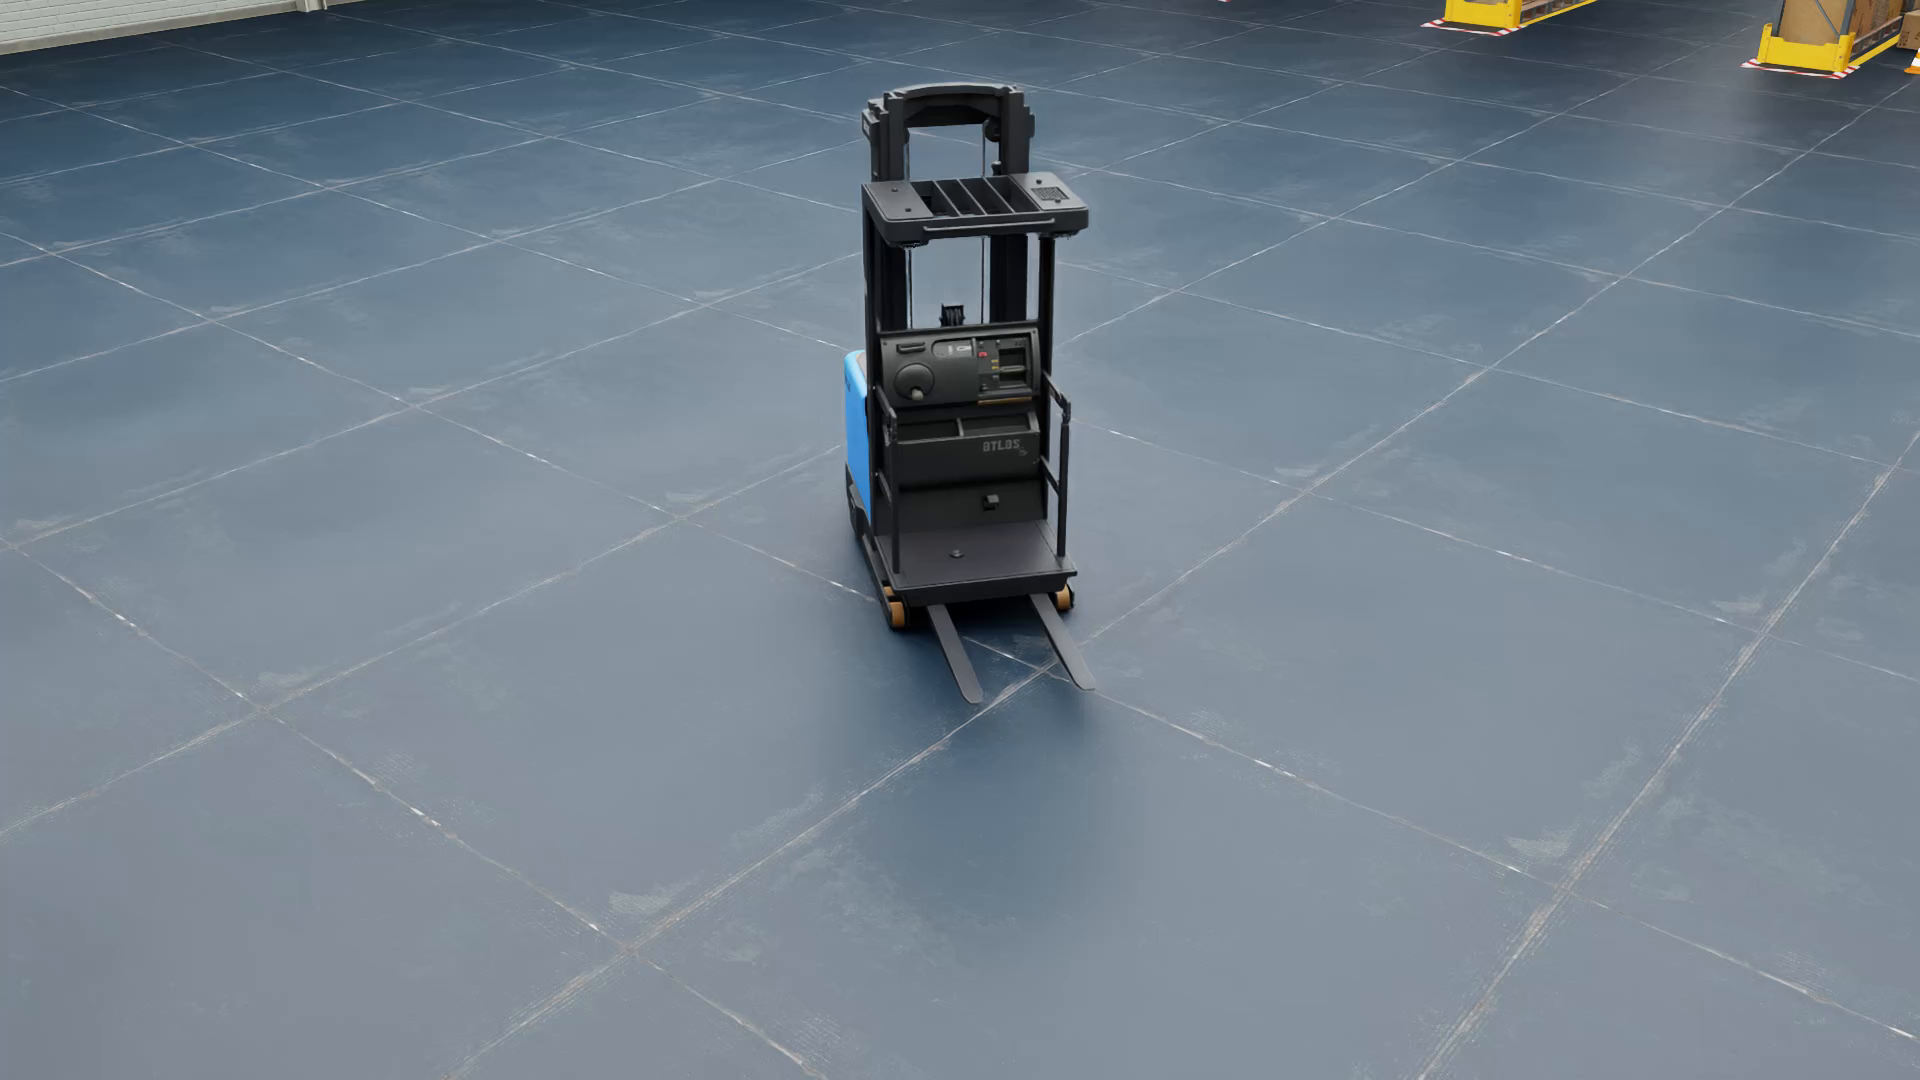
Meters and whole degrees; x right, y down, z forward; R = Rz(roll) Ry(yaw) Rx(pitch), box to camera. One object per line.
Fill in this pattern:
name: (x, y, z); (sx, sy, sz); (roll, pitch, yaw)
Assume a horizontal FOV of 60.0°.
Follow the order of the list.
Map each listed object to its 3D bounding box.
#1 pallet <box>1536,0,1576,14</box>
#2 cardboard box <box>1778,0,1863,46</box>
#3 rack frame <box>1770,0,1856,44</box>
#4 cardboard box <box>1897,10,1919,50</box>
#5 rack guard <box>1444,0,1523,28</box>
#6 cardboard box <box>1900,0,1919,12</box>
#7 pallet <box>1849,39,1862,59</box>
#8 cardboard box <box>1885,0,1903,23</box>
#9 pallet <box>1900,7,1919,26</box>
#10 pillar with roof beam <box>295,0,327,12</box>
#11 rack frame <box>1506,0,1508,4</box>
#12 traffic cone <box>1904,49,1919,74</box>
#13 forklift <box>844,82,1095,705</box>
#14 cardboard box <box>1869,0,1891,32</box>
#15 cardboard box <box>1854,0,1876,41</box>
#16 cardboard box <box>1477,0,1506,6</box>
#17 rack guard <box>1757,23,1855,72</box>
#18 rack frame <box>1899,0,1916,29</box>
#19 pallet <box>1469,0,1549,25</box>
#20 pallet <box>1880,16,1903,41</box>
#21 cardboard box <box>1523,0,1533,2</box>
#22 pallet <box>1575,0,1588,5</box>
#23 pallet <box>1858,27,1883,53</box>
pallet: (9.765, -9.180, 28.265); (1.003, 0.211, 1.213); (21, 34, 34)
cardboard box: (12.540, -7.700, 24.226); (0.875, 0.875, 0.875); (21, 34, 35)
rack frame: (12.160, -8.198, 23.332); (1.000, 3.000, 0.127); (21, 34, 34)
cardboard box: (14.508, -7.656, 25.003); (0.500, 0.500, 0.500); (-21, 34, -35)
rack guard: (8.445, -8.600, 26.830); (1.175, 0.500, 0.348); (21, 34, 34)
cardboard box: (15.029, -9.050, 26.970); (1.050, 0.750, 0.750); (21, 34, 34)
pallet: (12.608, -7.265, 24.565); (1.003, 0.211, 1.213); (21, 34, 34)
cardboard box: (14.250, -8.656, 26.073); (0.875, 0.875, 0.875); (21, 34, 35)
pallet: (15.137, -8.673, 27.285); (1.003, 0.211, 1.213); (21, 34, 34)
pillar with roof beam: (-7.603, -11.679, 23.532); (9.100, 9.000, 0.400); (21, 34, 34)
rack frame: (8.397, -9.683, 26.203); (1.000, 3.000, 0.127); (21, 34, 34)
traffic cone: (13.593, -6.844, 23.476); (0.336, 0.463, 0.334); (21, 34, 34)
forklift: (0.055, -0.967, 9.429); (1.130, 2.935, 3.031); (-6, 28, -11)
cardboard box: (13.680, -8.335, 25.454); (0.875, 0.875, 0.875); (21, 34, 35)
cardboard box: (13.098, -8.013, 24.830); (0.875, 0.875, 0.875); (20, 34, 34)
cardboard box: (8.807, -8.976, 27.100); (0.500, 0.500, 0.500); (-21, 34, -35)
rack guard: (12.144, -7.079, 23.890); (1.175, 0.500, 0.348); (21, 34, 34)
rack frame: (14.704, -9.616, 26.073); (1.000, 3.000, 0.127); (21, 34, 34)
pallet: (8.989, -8.749, 27.433); (1.003, 0.211, 1.213); (21, 34, 34)
pallet: (14.160, -8.131, 26.237); (1.003, 0.211, 1.213); (21, 34, 34)
cardboard box: (9.161, -9.198, 27.529); (0.500, 0.500, 0.500); (-18, 32, -31)
pallet: (10.541, -9.614, 29.105); (1.003, 0.211, 1.213); (21, 34, 34)
pallet: (13.384, -7.696, 25.397); (1.003, 0.211, 1.213); (21, 34, 34)
